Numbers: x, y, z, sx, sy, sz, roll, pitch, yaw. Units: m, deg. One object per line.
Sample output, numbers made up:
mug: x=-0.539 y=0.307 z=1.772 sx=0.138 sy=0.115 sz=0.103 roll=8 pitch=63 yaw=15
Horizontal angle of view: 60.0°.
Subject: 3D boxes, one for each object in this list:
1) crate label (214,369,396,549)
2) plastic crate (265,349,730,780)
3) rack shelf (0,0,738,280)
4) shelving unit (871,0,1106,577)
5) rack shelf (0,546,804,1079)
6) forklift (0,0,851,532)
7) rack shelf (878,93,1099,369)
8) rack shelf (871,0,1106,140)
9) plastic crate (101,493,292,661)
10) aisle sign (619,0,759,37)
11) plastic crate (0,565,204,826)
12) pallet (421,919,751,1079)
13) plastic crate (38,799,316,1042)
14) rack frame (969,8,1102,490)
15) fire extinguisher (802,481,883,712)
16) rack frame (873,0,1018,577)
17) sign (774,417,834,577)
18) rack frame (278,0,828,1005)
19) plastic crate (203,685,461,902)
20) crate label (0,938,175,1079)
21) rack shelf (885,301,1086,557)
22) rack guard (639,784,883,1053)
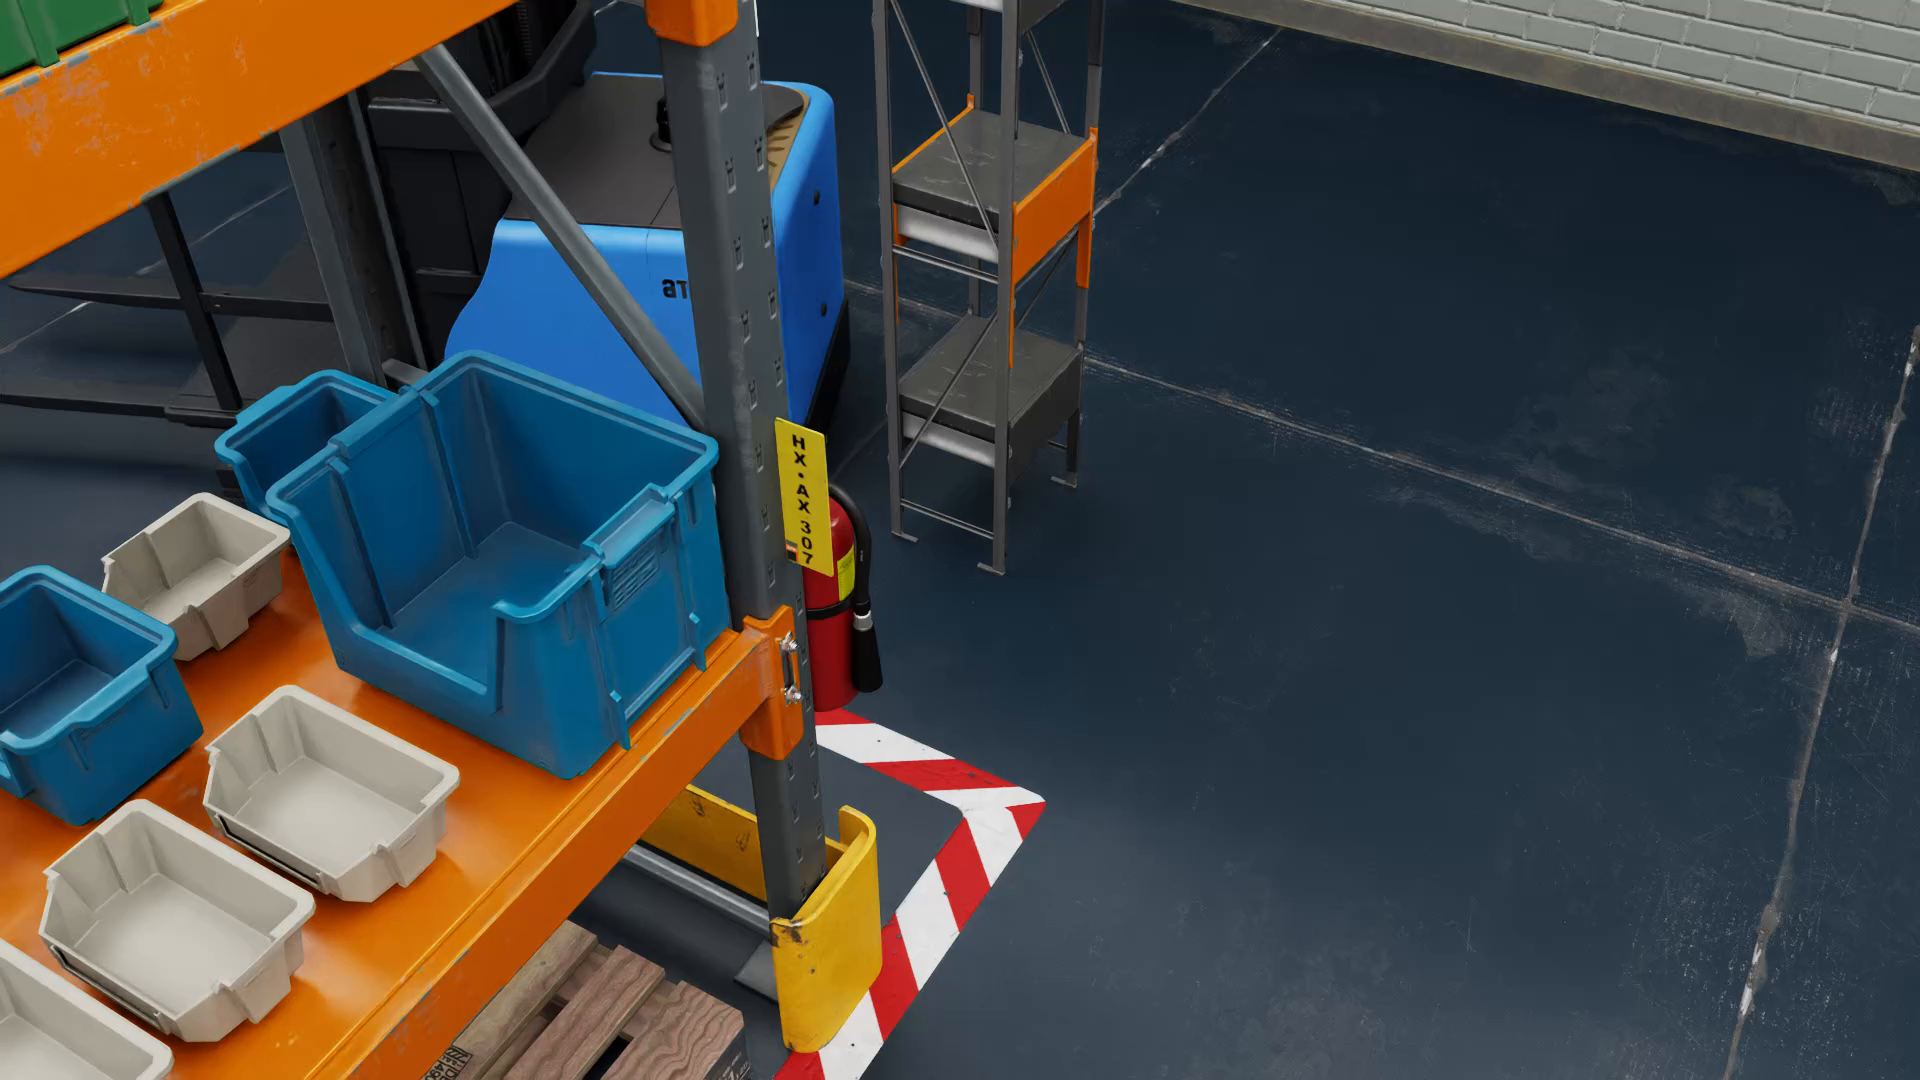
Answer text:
crate label: x=-1.167 y=-0.110 z=3.187 sx=0.416 sy=0.233 sz=0.303 roll=21 pitch=45 yaw=22
plastic crate: x=-0.764 y=0.035 z=2.869 sx=0.616 sy=0.435 sz=0.499 roll=21 pitch=45 yaw=22
rack shelf: x=-1.759 y=0.106 z=1.135 sx=1.077 sy=0.370 sz=4.000 roll=21 pitch=45 yaw=22
shelving unit: x=0.083 y=-0.883 z=4.664 sx=0.431 sy=2.100 sz=0.503 roll=21 pitch=45 yaw=22
rack shelf: x=-1.759 y=1.231 z=2.126 sx=1.077 sy=0.370 sz=4.000 roll=21 pitch=45 yaw=22
forklift: x=-1.941 y=-1.545 z=4.787 sx=3.031 sy=2.935 sz=1.130 roll=5 pitch=42 yaw=5
rack shelf: x=0.083 y=-0.872 z=4.673 sx=0.431 sy=0.518 sz=0.480 roll=21 pitch=45 yaw=22
rack shelf: x=0.083 y=-1.398 z=4.210 sx=0.431 sy=0.518 sz=0.480 roll=21 pitch=45 yaw=22
plastic crate: x=-1.399 y=0.082 z=3.041 sx=0.250 sy=0.136 sz=0.298 roll=21 pitch=45 yaw=22
aisle sign: x=-0.469 y=-1.103 z=2.266 sx=0.394 sy=0.787 sz=0.004 roll=21 pitch=45 yaw=22
plastic crate: x=-1.496 y=0.266 z=2.759 sx=0.416 sy=0.233 sz=0.300 roll=21 pitch=45 yaw=22
pallet: x=-1.204 y=1.323 z=3.588 sx=1.003 sy=0.211 sz=1.213 roll=21 pitch=45 yaw=22
plastic crate: x=-1.167 y=0.581 z=2.475 sx=0.396 sy=0.136 sz=0.243 roll=21 pitch=45 yaw=22
rack frame: x=0.205 y=-1.022 z=4.822 sx=0.400 sy=2.100 sz=0.015 roll=21 pitch=45 yaw=22
fire extinguisher: x=-0.289 y=0.050 z=3.264 sx=0.296 sy=0.674 sz=0.183 roll=21 pitch=45 yaw=22
rack frame: x=-0.039 y=-0.743 z=4.505 sx=0.400 sy=2.100 sz=0.015 roll=21 pitch=45 yaw=22
sign: x=-0.274 y=-0.072 z=2.938 sx=0.100 sy=0.325 sz=0.005 roll=21 pitch=45 yaw=22
rack frame: x=-0.758 y=-0.183 z=3.188 sx=1.000 sy=3.000 sz=0.127 roll=21 pitch=45 yaw=22
plastic crate: x=-1.009 y=0.420 z=2.658 sx=0.396 sy=0.136 sz=0.243 roll=21 pitch=45 yaw=22
crate label: x=-1.285 y=0.748 z=2.285 sx=0.396 sy=0.136 sz=0.243 roll=21 pitch=45 yaw=22
rack shelf: x=0.083 y=-0.347 z=5.135 sx=0.431 sy=0.518 sz=0.480 roll=21 pitch=45 yaw=22
rack guard: x=-0.757 y=0.737 z=4.035 sx=1.175 sy=0.500 sz=0.348 roll=21 pitch=45 yaw=22
